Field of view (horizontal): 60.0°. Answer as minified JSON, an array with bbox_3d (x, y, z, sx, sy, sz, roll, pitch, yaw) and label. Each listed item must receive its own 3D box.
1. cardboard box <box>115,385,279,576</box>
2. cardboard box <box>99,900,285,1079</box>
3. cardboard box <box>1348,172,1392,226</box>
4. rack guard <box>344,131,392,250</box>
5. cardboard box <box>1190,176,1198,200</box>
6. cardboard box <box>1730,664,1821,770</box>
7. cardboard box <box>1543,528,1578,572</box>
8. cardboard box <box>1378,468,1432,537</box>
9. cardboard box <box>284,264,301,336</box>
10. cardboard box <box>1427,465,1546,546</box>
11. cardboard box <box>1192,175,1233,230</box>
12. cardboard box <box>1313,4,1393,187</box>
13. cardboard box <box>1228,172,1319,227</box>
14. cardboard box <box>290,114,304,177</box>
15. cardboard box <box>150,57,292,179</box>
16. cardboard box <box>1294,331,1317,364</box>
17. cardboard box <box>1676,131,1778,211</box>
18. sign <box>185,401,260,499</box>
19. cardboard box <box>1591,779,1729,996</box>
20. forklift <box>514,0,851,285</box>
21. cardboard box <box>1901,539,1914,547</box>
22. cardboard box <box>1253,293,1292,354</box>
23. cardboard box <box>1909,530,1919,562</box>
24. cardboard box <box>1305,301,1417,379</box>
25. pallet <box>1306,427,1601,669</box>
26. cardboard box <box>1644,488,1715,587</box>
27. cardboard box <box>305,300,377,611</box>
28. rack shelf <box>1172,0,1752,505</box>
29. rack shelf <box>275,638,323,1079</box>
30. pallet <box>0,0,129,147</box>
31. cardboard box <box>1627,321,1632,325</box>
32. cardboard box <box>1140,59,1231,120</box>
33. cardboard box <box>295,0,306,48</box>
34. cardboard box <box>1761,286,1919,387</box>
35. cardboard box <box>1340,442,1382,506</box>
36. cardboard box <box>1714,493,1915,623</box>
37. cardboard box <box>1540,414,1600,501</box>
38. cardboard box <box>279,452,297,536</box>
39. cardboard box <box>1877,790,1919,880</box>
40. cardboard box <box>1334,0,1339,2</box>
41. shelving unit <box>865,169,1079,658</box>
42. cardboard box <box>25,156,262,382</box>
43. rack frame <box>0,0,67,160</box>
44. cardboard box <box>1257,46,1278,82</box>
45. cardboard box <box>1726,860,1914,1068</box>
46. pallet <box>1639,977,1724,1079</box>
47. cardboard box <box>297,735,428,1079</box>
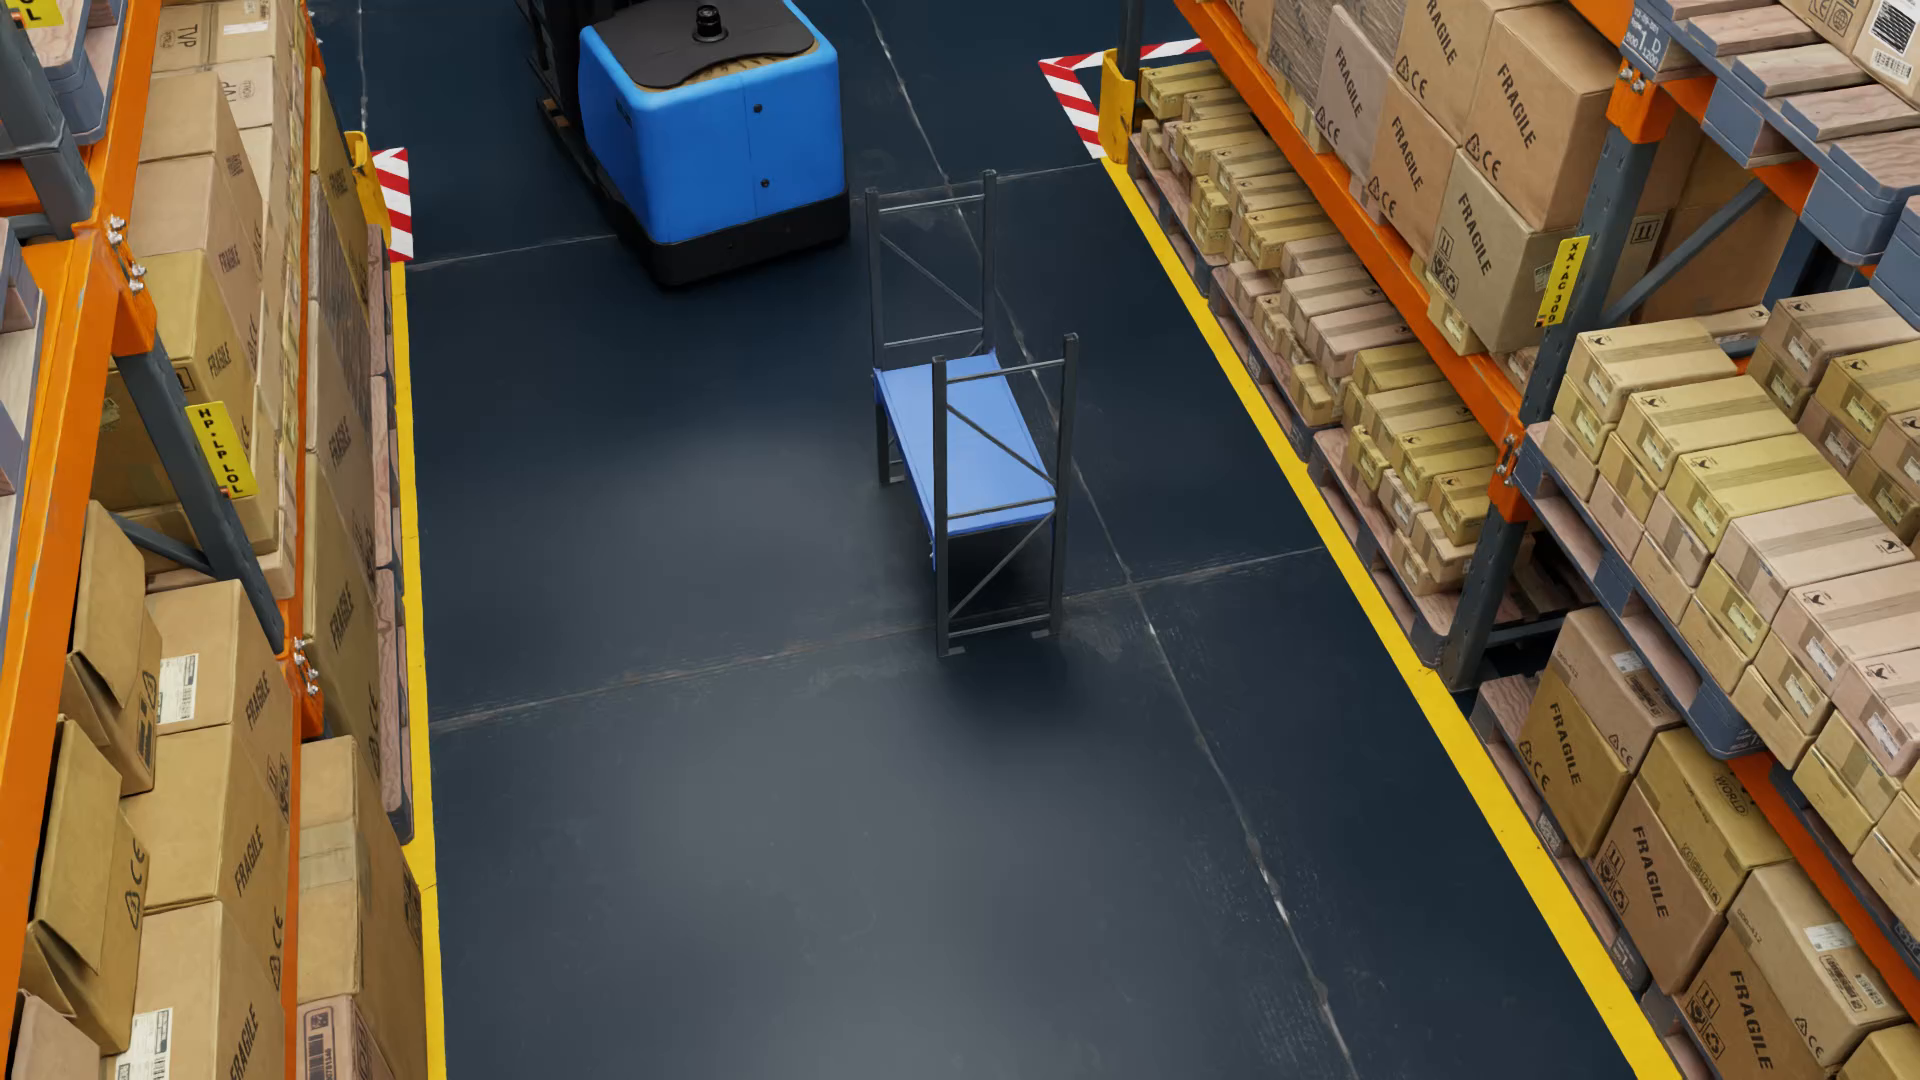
[{"bbox_3d":[-2.330,-0.173,4.967,0.500,0.250,0.500,-11,47,-11],"label":"cardboard box"},{"bbox_3d":[-1.818,1.191,3.663,0.500,0.500,0.500,-11,47,-11],"label":"cardboard box"},{"bbox_3d":[1.736,-1.371,6.420,0.380,0.149,0.250,-13,47,-12],"label":"cardboard box"},{"bbox_3d":[-3.493,-1.653,8.270,1.175,0.500,0.348,-11,47,-10],"label":"rack guard"},{"bbox_3d":[1.375,-1.741,8.309,0.380,0.149,0.250,-10,46,-10],"label":"cardboard box"},{"bbox_3d":[2.280,0.423,4.367,0.380,0.149,0.250,-13,47,-12],"label":"cardboard box"},{"bbox_3d":[2.575,-0.046,6.647,0.380,0.149,0.250,-13,47,-12],"label":"cardboard box"},{"bbox_3d":[1.889,-0.184,6.574,0.380,0.149,0.250,-13,47,-12],"label":"cardboard box"},{"bbox_3d":[-2.549,-0.821,5.881,0.380,0.149,0.250,-10,46,-10],"label":"cardboard box"},{"bbox_3d":[2.015,-0.142,6.325,0.380,0.149,0.250,-9,46,-9],"label":"cardboard box"},{"bbox_3d":[1.344,-1.643,8.005,0.380,0.149,0.250,-9,46,-9],"label":"cardboard box"},{"bbox_3d":[1.703,-1.710,6.298,0.500,0.500,0.500,-11,47,-11],"label":"cardboard box"},{"bbox_3d":[1.473,-1.567,7.721,0.380,0.149,0.250,-9,46,-9],"label":"cardboard box"},{"bbox_3d":[-2.814,-1.532,6.578,0.380,0.149,0.250,-12,47,-11],"label":"cardboard box"},{"bbox_3d":[-2.846,-1.575,6.341,0.500,0.250,0.500,-12,47,-12],"label":"cardboard box"},{"bbox_3d":[1.700,-0.917,7.293,0.380,0.149,0.250,-13,47,-12],"label":"cardboard box"},{"bbox_3d":[2.478,-1.432,5.325,0.500,0.500,0.500,-10,46,-9],"label":"cardboard box"},{"bbox_3d":[-1.940,-0.233,4.373,0.100,0.325,0.005,-11,47,-10],"label":"sign"},{"bbox_3d":[2.428,1.065,5.313,0.500,0.500,0.500,-9,46,-9],"label":"cardboard box"},{"bbox_3d":[-1.686,-3.322,8.204,1.130,2.935,3.031,-21,49,-19],"label":"forklift"},{"bbox_3d":[2.780,-0.056,4.837,0.380,0.149,0.250,-11,47,-10],"label":"cardboard box"},{"bbox_3d":[1.568,-1.011,7.594,0.380,0.149,0.250,-11,47,-10],"label":"cardboard box"},{"bbox_3d":[2.854,0.031,4.544,0.380,0.149,0.250,-12,47,-12],"label":"cardboard box"},{"bbox_3d":[1.691,-0.845,7.014,0.380,0.149,0.250,-13,47,-12],"label":"cardboard box"},{"bbox_3d":[2.152,-0.068,6.919,1.003,0.211,1.213,-11,47,-10],"label":"pallet"},{"bbox_3d":[2.149,-0.037,4.610,0.380,0.149,0.250,-10,46,-9],"label":"cardboard box"},{"bbox_3d":[-2.785,-0.244,6.334,0.875,0.875,0.875,-11,47,-10],"label":"cardboard box"},{"bbox_3d":[1.846,-1.715,7.085,1.077,0.370,4.000,-11,47,-10],"label":"rack shelf"},{"bbox_3d":[-1.951,1.883,3.559,1.077,0.370,4.000,-11,47,-10],"label":"rack shelf"},{"bbox_3d":[-2.662,-1.335,4.171,1.003,0.211,1.213,-11,47,-10],"label":"pallet"},{"bbox_3d":[2.464,-0.919,5.977,0.380,0.149,0.250,-9,46,-9],"label":"cardboard box"},{"bbox_3d":[1.140,-2.282,8.422,0.380,0.149,0.250,-13,47,-12],"label":"cardboard box"},{"bbox_3d":[-3.077,-2.237,7.269,0.380,0.149,0.250,-10,46,-10],"label":"cardboard box"},{"bbox_3d":[2.649,-0.612,4.966,0.380,0.149,0.250,-9,46,-8],"label":"cardboard box"},{"bbox_3d":[1.813,-0.309,6.906,0.380,0.149,0.250,-12,47,-12],"label":"cardboard box"},{"bbox_3d":[2.216,0.044,4.323,0.380,0.149,0.250,-11,47,-11],"label":"cardboard box"},{"bbox_3d":[2.014,-0.289,5.066,0.380,0.149,0.250,-13,47,-12],"label":"cardboard box"},{"bbox_3d":[-2.284,-0.108,5.182,0.380,0.149,0.250,-12,47,-12],"label":"cardboard box"},{"bbox_3d":[2.417,0.686,3.902,0.380,0.149,0.250,-12,47,-11],"label":"cardboard box"},{"bbox_3d":[1.573,-2.417,6.291,0.500,0.500,0.500,-12,47,-12],"label":"cardboard box"},{"bbox_3d":[0.022,-0.466,6.407,0.538,1.500,1.048,-11,47,-10],"label":"shelving unit"},{"bbox_3d":[-2.457,-0.782,5.039,0.500,0.500,0.500,-11,47,-10],"label":"cardboard box"},{"bbox_3d":[-2.463,-1.849,2.512,1.000,3.000,0.127,-11,47,-10],"label":"rack frame"},{"bbox_3d":[1.503,-2.092,7.126,0.380,0.149,0.250,-12,47,-11],"label":"cardboard box"},{"bbox_3d":[2.557,1.158,4.697,0.500,0.250,0.500,-9,46,-9],"label":"cardboard box"},{"bbox_3d":[2.875,1.771,5.118,1.003,0.211,1.213,-11,47,-10],"label":"pallet"},{"bbox_3d":[-2.279,1.286,4.834,1.225,0.875,0.875,-11,47,-10],"label":"cardboard box"}]
